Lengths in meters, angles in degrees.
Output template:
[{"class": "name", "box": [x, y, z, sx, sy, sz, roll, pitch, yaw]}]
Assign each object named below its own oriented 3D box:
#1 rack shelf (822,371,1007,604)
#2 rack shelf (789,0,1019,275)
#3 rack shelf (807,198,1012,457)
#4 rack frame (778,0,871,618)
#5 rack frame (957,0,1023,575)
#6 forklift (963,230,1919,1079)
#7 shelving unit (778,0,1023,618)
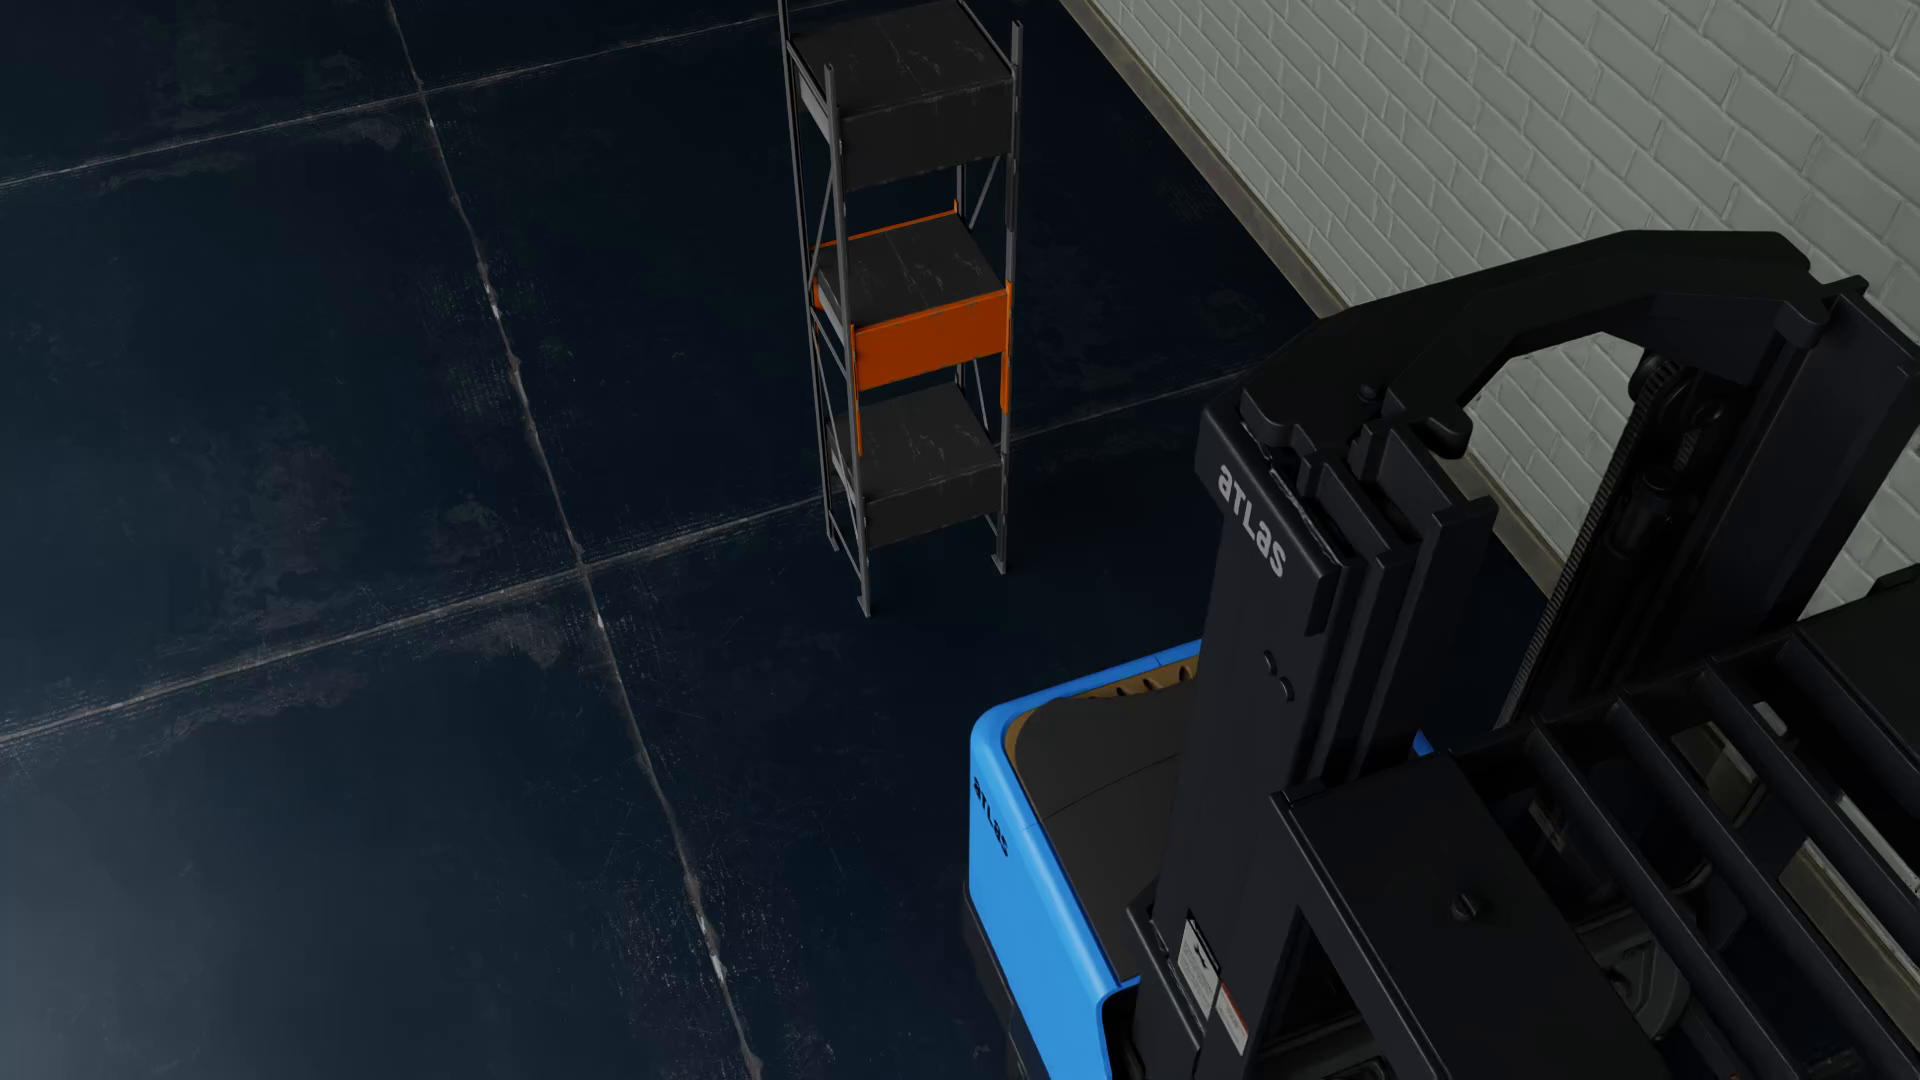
[{"class": "rack shelf", "box": [-0.153, -0.172, 5.454, 0.480, 0.518, 0.431, -17, 52, -14]}, {"class": "rack shelf", "box": [-0.153, -1.084, 4.392, 0.480, 0.518, 0.431, -17, 52, -14]}, {"class": "rack shelf", "box": [-0.153, -0.628, 4.923, 0.480, 0.518, 0.431, -17, 52, -14]}, {"class": "rack frame", "box": [-0.379, -0.567, 4.853, 0.015, 2.100, 0.400, -17, 52, -14]}, {"class": "rack frame", "box": [0.073, -0.707, 4.973, 0.015, 2.100, 0.400, -17, 52, -14]}, {"class": "forklift", "box": [1.021, 1.069, 2.900, 1.130, 2.935, 3.031, -17, 51, -14]}, {"class": "shelving unit", "box": [-0.153, -0.637, 4.913, 0.503, 2.100, 0.431, -17, 52, -14]}]
